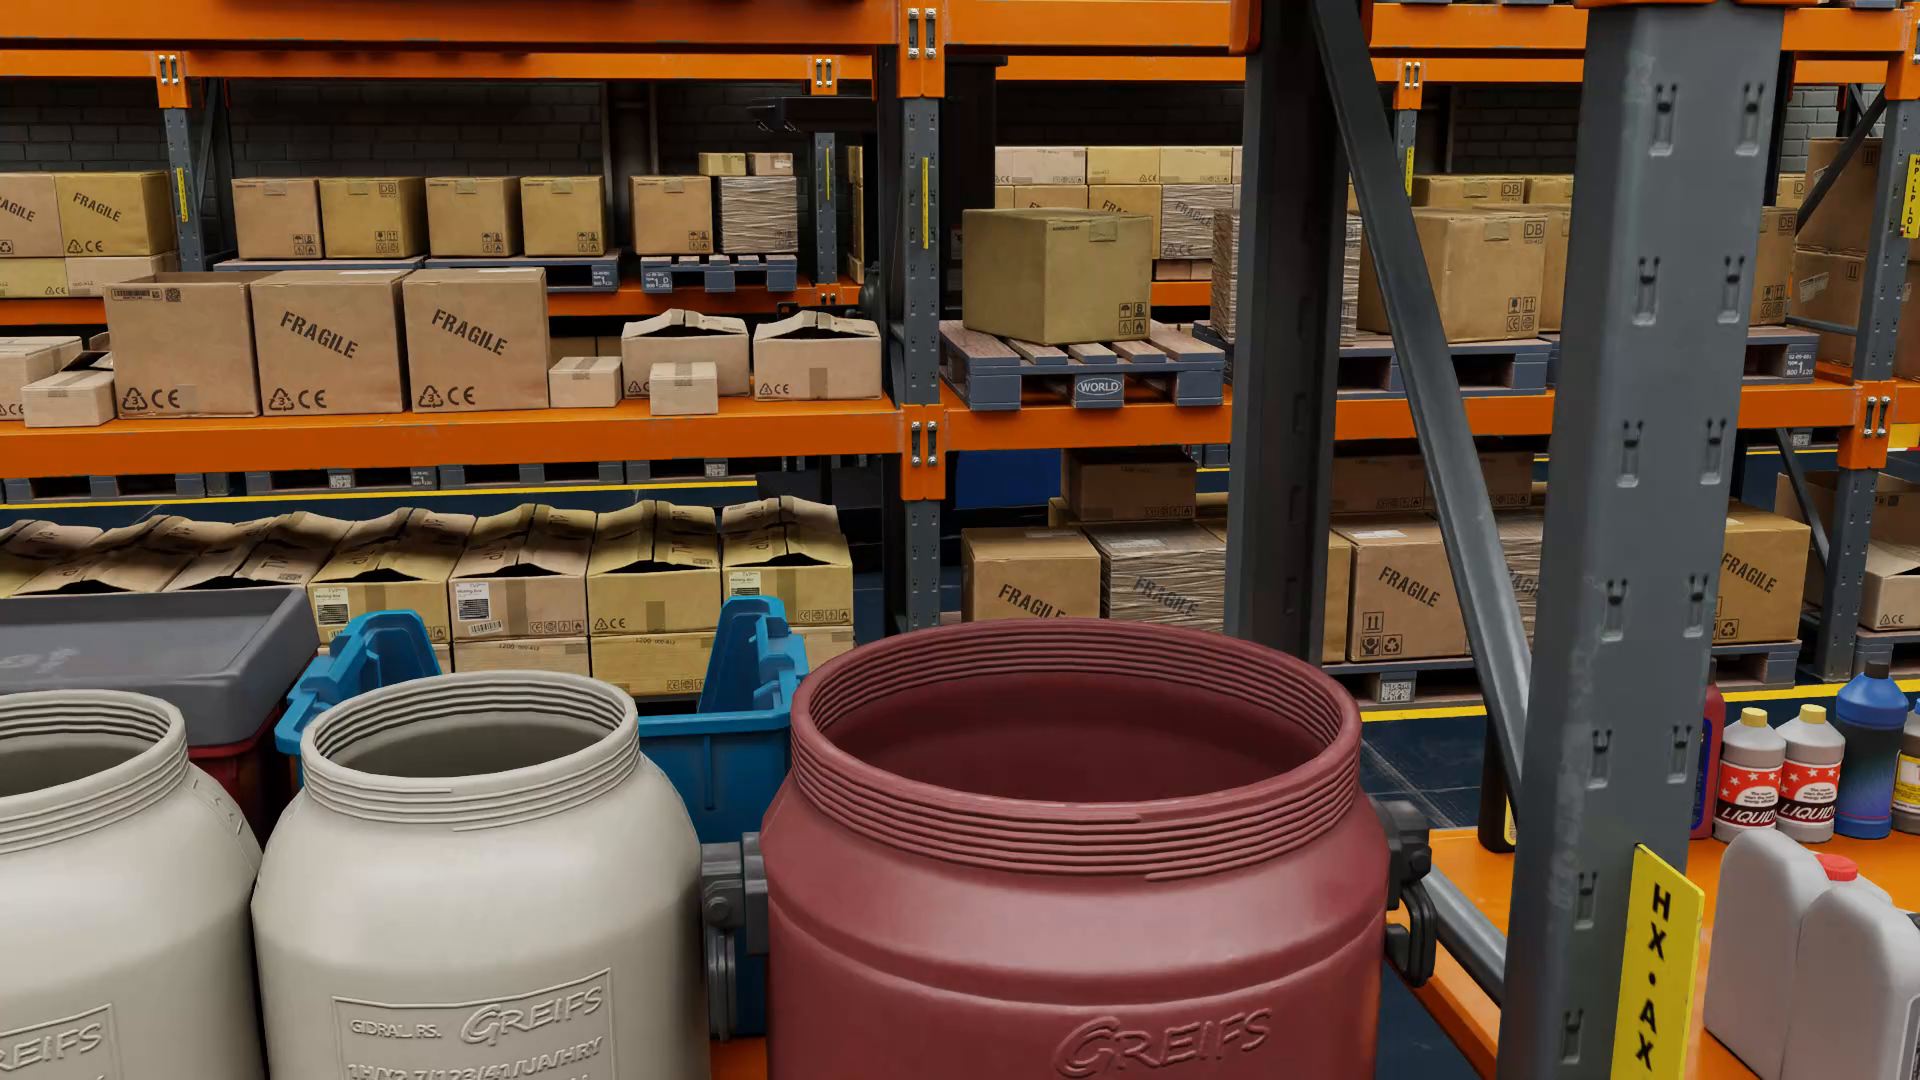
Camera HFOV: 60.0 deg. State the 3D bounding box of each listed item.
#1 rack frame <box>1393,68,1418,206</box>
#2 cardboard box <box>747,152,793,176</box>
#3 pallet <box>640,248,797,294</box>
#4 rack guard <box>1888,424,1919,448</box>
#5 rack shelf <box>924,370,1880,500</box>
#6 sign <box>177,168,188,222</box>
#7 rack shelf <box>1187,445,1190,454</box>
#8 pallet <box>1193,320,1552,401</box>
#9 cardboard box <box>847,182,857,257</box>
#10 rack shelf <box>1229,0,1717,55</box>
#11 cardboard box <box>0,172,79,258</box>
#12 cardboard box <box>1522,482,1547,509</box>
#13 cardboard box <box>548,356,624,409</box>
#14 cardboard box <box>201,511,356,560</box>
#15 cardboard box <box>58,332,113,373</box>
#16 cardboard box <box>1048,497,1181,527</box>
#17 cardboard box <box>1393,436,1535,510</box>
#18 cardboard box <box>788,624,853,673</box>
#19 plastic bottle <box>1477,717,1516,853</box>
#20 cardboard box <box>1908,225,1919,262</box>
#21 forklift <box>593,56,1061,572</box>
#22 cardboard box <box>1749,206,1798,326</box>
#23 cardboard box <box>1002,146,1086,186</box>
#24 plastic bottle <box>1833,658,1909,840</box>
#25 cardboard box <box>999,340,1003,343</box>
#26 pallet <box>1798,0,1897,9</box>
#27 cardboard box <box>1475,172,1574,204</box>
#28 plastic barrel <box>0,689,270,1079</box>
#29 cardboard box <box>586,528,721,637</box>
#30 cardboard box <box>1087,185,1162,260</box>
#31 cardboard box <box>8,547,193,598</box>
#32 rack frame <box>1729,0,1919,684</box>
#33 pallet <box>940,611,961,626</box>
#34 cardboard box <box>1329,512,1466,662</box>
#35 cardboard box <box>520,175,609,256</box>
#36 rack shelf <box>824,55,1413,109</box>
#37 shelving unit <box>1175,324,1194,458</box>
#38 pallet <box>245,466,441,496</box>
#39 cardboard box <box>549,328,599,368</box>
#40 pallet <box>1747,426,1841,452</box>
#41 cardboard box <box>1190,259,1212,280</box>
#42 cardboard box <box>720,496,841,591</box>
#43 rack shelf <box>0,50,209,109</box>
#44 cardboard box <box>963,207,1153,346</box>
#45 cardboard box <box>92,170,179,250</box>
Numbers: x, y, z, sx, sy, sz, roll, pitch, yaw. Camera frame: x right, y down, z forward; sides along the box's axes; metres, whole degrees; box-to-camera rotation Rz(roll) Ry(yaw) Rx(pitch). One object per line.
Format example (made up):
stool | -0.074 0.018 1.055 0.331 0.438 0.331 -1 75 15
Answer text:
rack frame | 3.000 -2.142 12.096 0.127 3.000 1.000 -2 14 -8
cardboard box | -1.292 -2.554 11.295 0.250 0.149 0.380 -4 15 -16
pallet | -1.644 -1.852 11.336 1.003 0.211 1.213 -2 14 -8
rack guard | 6.980 -1.075 12.981 0.348 0.500 1.175 -2 14 -8
rack shelf | 1.764 -0.529 7.144 4.000 0.370 1.077 -2 14 -8
sign | -4.822 -2.142 10.315 0.005 0.325 0.100 -2 14 -8
rack shelf | 1.102 -0.598 9.917 0.480 0.148 0.258 -4 15 -16
pallet | 1.709 -0.784 7.076 1.213 0.211 1.003 -2 14 -8
cardboard box | -0.527 -2.280 11.788 0.500 0.500 0.500 -2 14 -8
rack shelf | -1.457 -0.647 1.449 4.000 0.370 1.077 -2 14 -8
cardboard box | -5.824 -2.042 10.422 0.500 0.500 0.500 -2 14 -9
cardboard box | 2.702 0.030 7.672 0.500 0.500 0.500 -2 14 -7
cardboard box | -1.466 -0.624 6.559 0.250 0.149 0.380 -1 14 -4
cardboard box | -2.804 0.076 6.889 0.500 0.311 0.500 -2 14 -8
cardboard box | -3.327 -0.671 6.509 0.258 0.266 0.396 -2 14 -10
cardboard box | 0.677 0.103 7.378 0.500 0.500 0.500 -2 14 -6
cardboard box | 2.239 -0.320 7.524 0.500 0.250 0.500 -2 14 -8
cardboard box | -0.697 0.402 6.741 0.500 0.250 0.500 -2 14 -7
plastic bottle | 0.857 0.325 2.498 0.133 0.283 0.061 -2 14 -8
cardboard box | 4.250 -1.433 7.010 0.500 0.500 0.500 -2 14 -7
forklift | -0.604 -1.379 9.193 3.031 2.935 1.130 -4 15 -16
cardboard box | 3.240 -1.239 7.428 0.500 0.500 0.700 -7 16 -27
cardboard box | 0.558 -2.556 11.349 0.500 0.250 0.500 -2 14 -8
plastic bottle | 1.395 0.316 2.560 0.097 0.271 0.097 0 14 0
cardboard box | 0.659 -1.183 11.829 0.750 0.750 0.750 -2 14 -9
pallet | 3.087 -2.307 6.976 1.003 0.211 1.213 -2 14 -8
cardboard box | 4.262 -2.328 12.222 0.700 0.700 0.980 -2 14 -10
plastic barrel | -0.881 0.436 1.588 0.421 0.512 0.421 0 14 0
cardboard box | -1.207 0.151 6.589 0.500 0.311 0.500 -2 14 -9
cardboard box | 1.087 -2.211 11.512 0.500 0.500 0.500 -2 14 -7
cardboard box | -3.227 0.226 6.292 0.500 0.311 0.500 -2 14 -9
rack frame | 3.742 -0.950 7.345 0.127 3.000 1.000 -2 14 -8
pallet | 0.531 0.529 7.178 1.213 0.211 1.003 -2 14 -8
cardboard box | 1.808 0.188 7.038 0.500 0.500 0.500 -3 14 -10
cardboard box | -2.647 -2.189 11.173 0.500 0.500 0.700 -2 14 -8
rack shelf | 1.023 -3.175 11.530 4.000 0.370 1.077 -2 14 -8
shelving unit | 1.102 -0.663 9.900 0.503 1.200 0.258 -4 15 -16
pallet | -4.141 -0.528 11.393 1.213 0.211 1.003 -2 14 -8
cardboard box | -2.740 -1.298 11.422 0.500 0.250 0.500 -2 14 -9
pallet | 6.177 -0.886 12.823 1.213 0.211 1.003 -2 14 -8
cardboard box | 1.695 -1.919 11.684 0.250 0.149 0.380 -2 14 -8
cardboard box | -0.775 0.001 7.188 0.500 0.311 0.500 -2 14 -6
rack shelf | -6.888 -2.885 10.374 4.000 0.370 1.077 -2 14 -8
cardboard box | 0.393 -1.108 6.903 0.500 0.500 0.700 -7 16 -27
cardboard box | -5.406 -2.186 10.997 0.500 0.500 0.500 -2 14 -10
